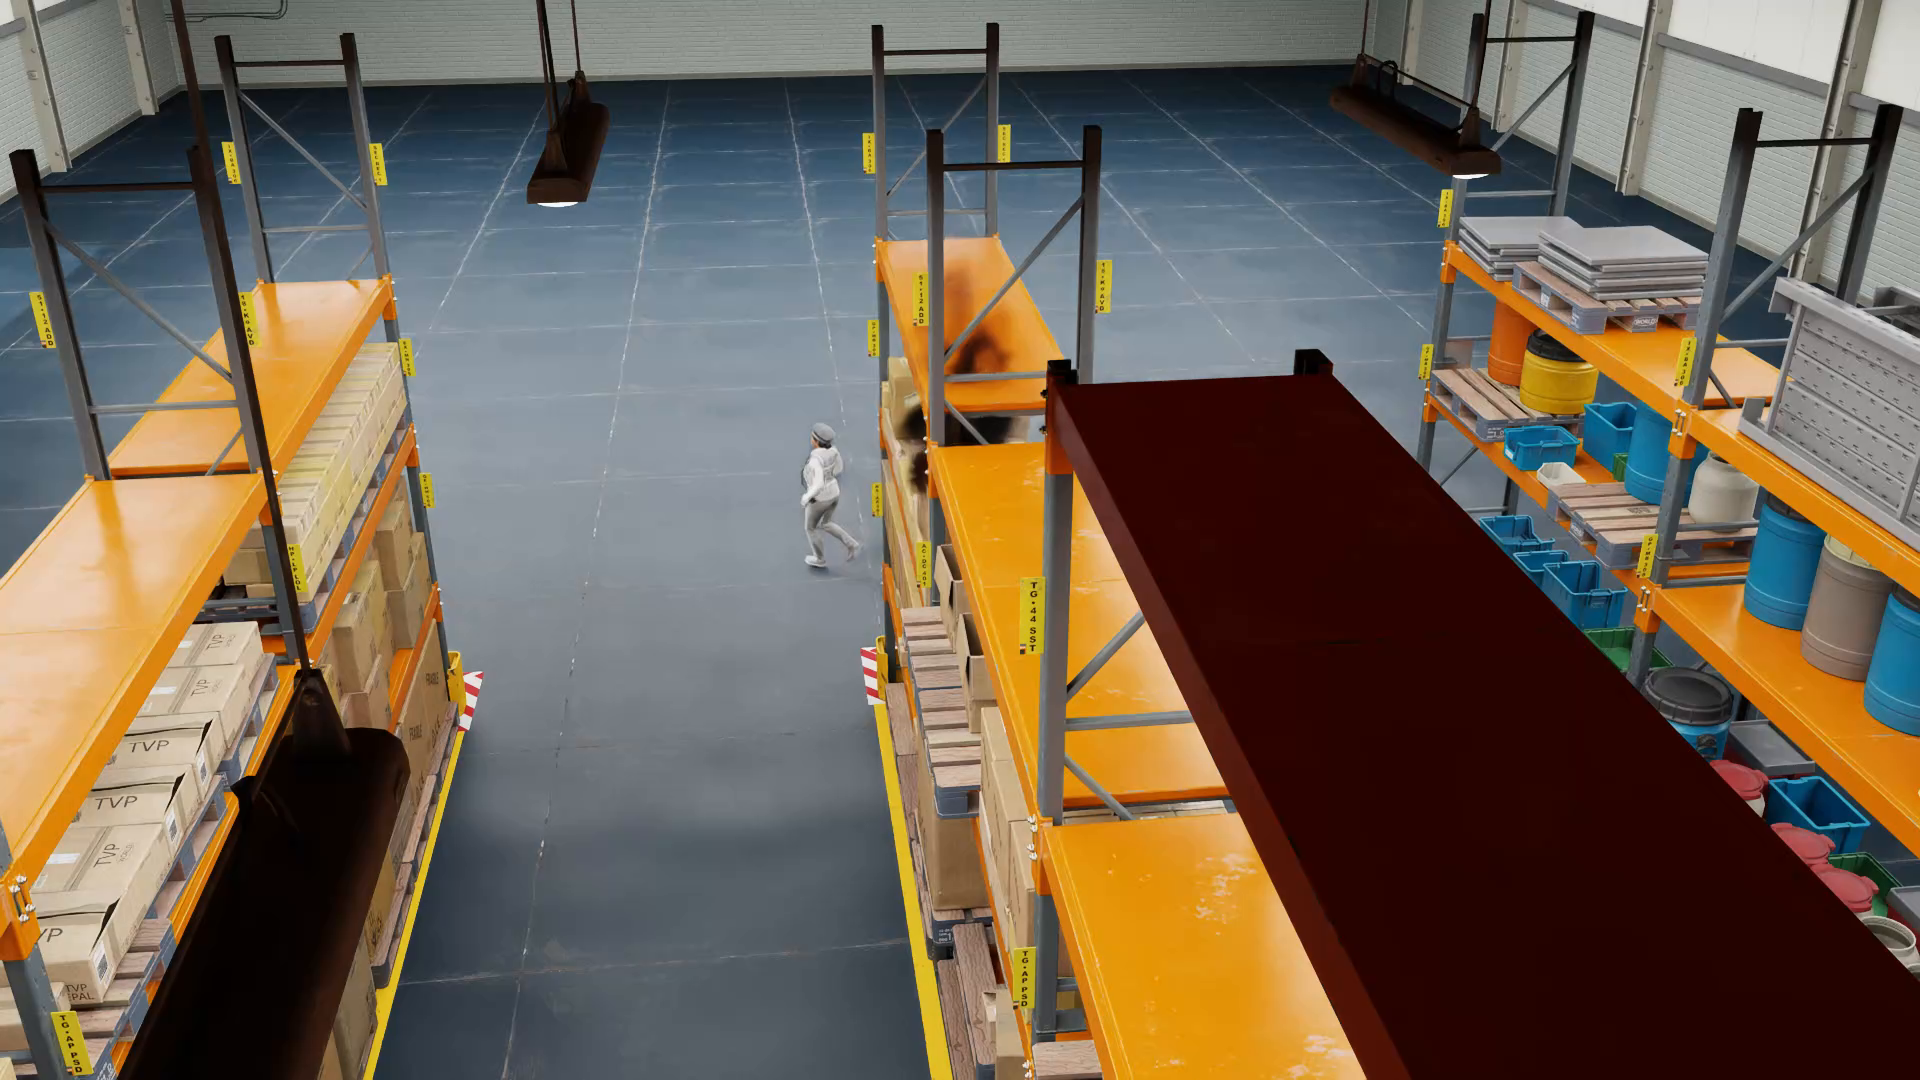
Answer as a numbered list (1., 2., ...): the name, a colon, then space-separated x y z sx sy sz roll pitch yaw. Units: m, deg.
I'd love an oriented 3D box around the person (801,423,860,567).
1. person: -1.393 -0.452 17.523 0.687 1.659 0.556 13 29 26
